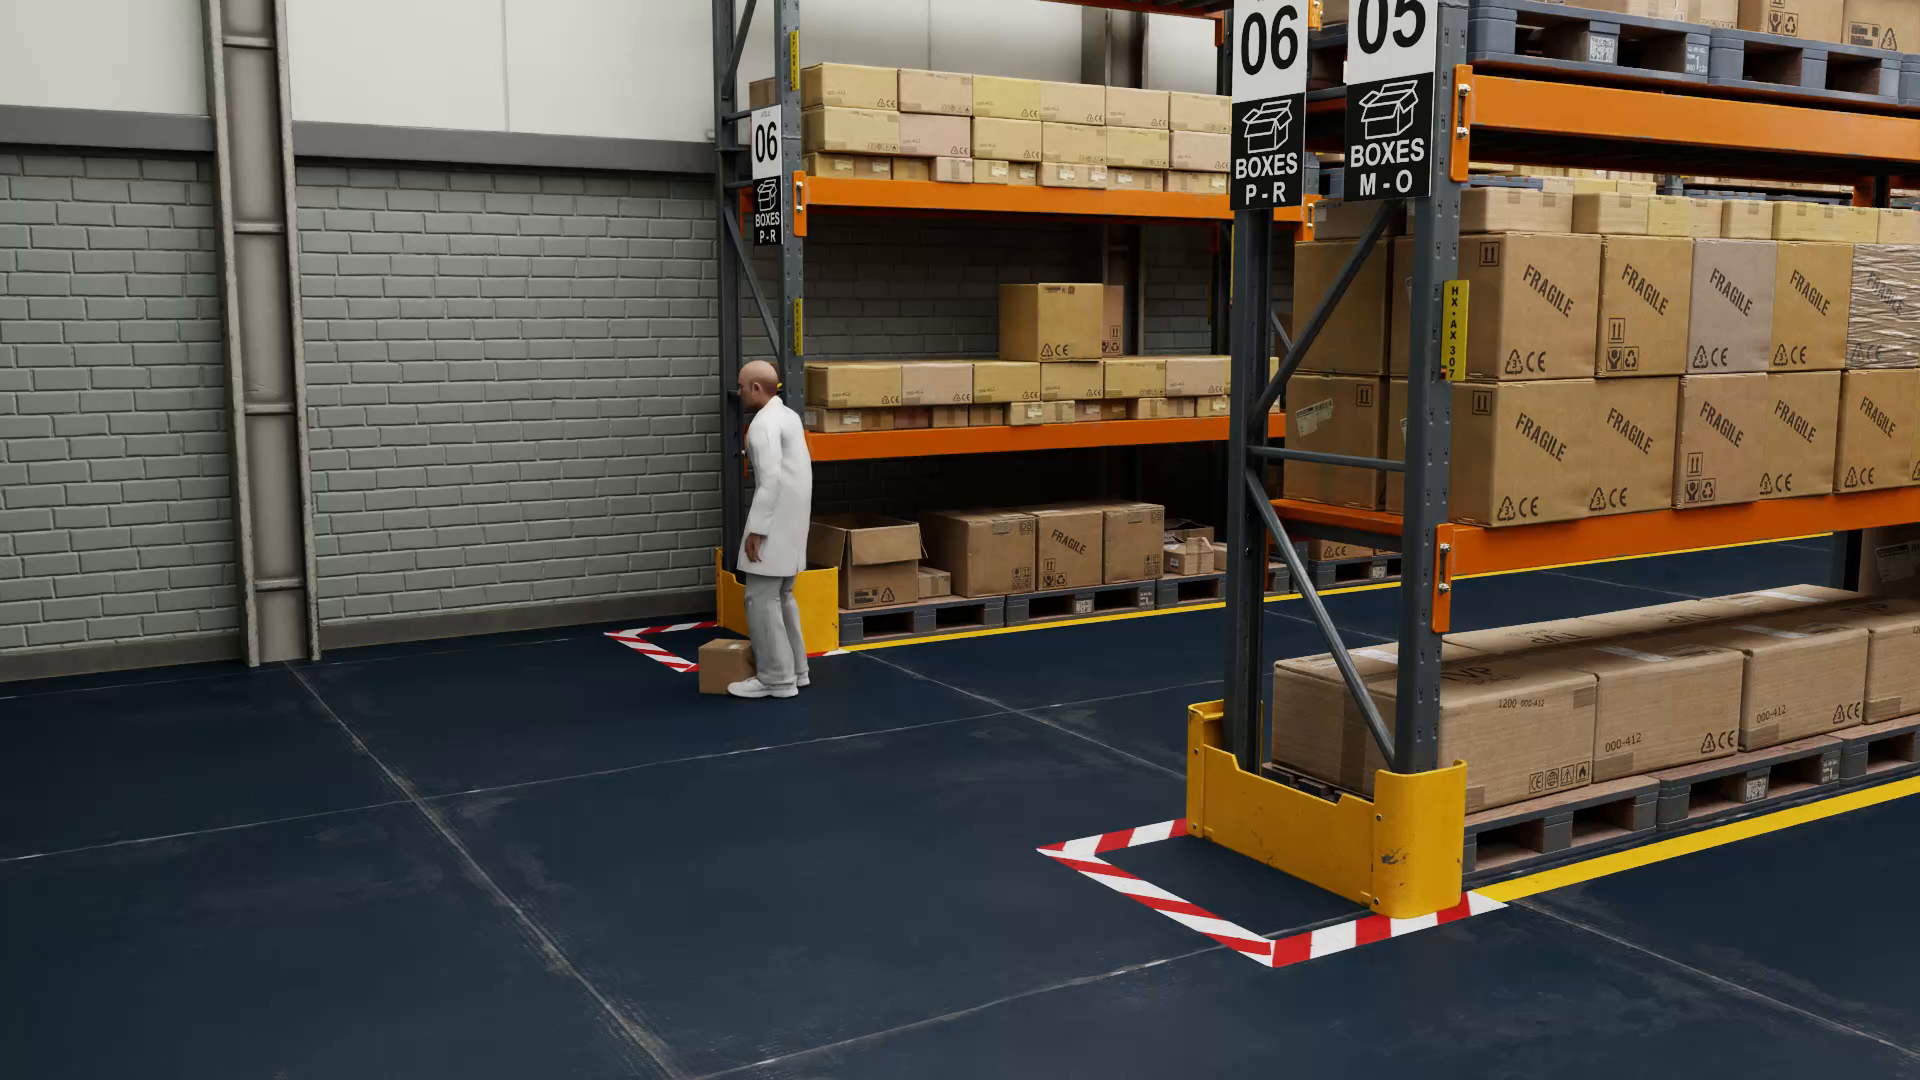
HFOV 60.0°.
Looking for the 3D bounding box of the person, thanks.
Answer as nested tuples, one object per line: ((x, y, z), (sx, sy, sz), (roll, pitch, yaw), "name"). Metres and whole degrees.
((-1.003, -0.062, 8.817), (0.429, 1.772, 0.646), (1, 8, 9), "person")
